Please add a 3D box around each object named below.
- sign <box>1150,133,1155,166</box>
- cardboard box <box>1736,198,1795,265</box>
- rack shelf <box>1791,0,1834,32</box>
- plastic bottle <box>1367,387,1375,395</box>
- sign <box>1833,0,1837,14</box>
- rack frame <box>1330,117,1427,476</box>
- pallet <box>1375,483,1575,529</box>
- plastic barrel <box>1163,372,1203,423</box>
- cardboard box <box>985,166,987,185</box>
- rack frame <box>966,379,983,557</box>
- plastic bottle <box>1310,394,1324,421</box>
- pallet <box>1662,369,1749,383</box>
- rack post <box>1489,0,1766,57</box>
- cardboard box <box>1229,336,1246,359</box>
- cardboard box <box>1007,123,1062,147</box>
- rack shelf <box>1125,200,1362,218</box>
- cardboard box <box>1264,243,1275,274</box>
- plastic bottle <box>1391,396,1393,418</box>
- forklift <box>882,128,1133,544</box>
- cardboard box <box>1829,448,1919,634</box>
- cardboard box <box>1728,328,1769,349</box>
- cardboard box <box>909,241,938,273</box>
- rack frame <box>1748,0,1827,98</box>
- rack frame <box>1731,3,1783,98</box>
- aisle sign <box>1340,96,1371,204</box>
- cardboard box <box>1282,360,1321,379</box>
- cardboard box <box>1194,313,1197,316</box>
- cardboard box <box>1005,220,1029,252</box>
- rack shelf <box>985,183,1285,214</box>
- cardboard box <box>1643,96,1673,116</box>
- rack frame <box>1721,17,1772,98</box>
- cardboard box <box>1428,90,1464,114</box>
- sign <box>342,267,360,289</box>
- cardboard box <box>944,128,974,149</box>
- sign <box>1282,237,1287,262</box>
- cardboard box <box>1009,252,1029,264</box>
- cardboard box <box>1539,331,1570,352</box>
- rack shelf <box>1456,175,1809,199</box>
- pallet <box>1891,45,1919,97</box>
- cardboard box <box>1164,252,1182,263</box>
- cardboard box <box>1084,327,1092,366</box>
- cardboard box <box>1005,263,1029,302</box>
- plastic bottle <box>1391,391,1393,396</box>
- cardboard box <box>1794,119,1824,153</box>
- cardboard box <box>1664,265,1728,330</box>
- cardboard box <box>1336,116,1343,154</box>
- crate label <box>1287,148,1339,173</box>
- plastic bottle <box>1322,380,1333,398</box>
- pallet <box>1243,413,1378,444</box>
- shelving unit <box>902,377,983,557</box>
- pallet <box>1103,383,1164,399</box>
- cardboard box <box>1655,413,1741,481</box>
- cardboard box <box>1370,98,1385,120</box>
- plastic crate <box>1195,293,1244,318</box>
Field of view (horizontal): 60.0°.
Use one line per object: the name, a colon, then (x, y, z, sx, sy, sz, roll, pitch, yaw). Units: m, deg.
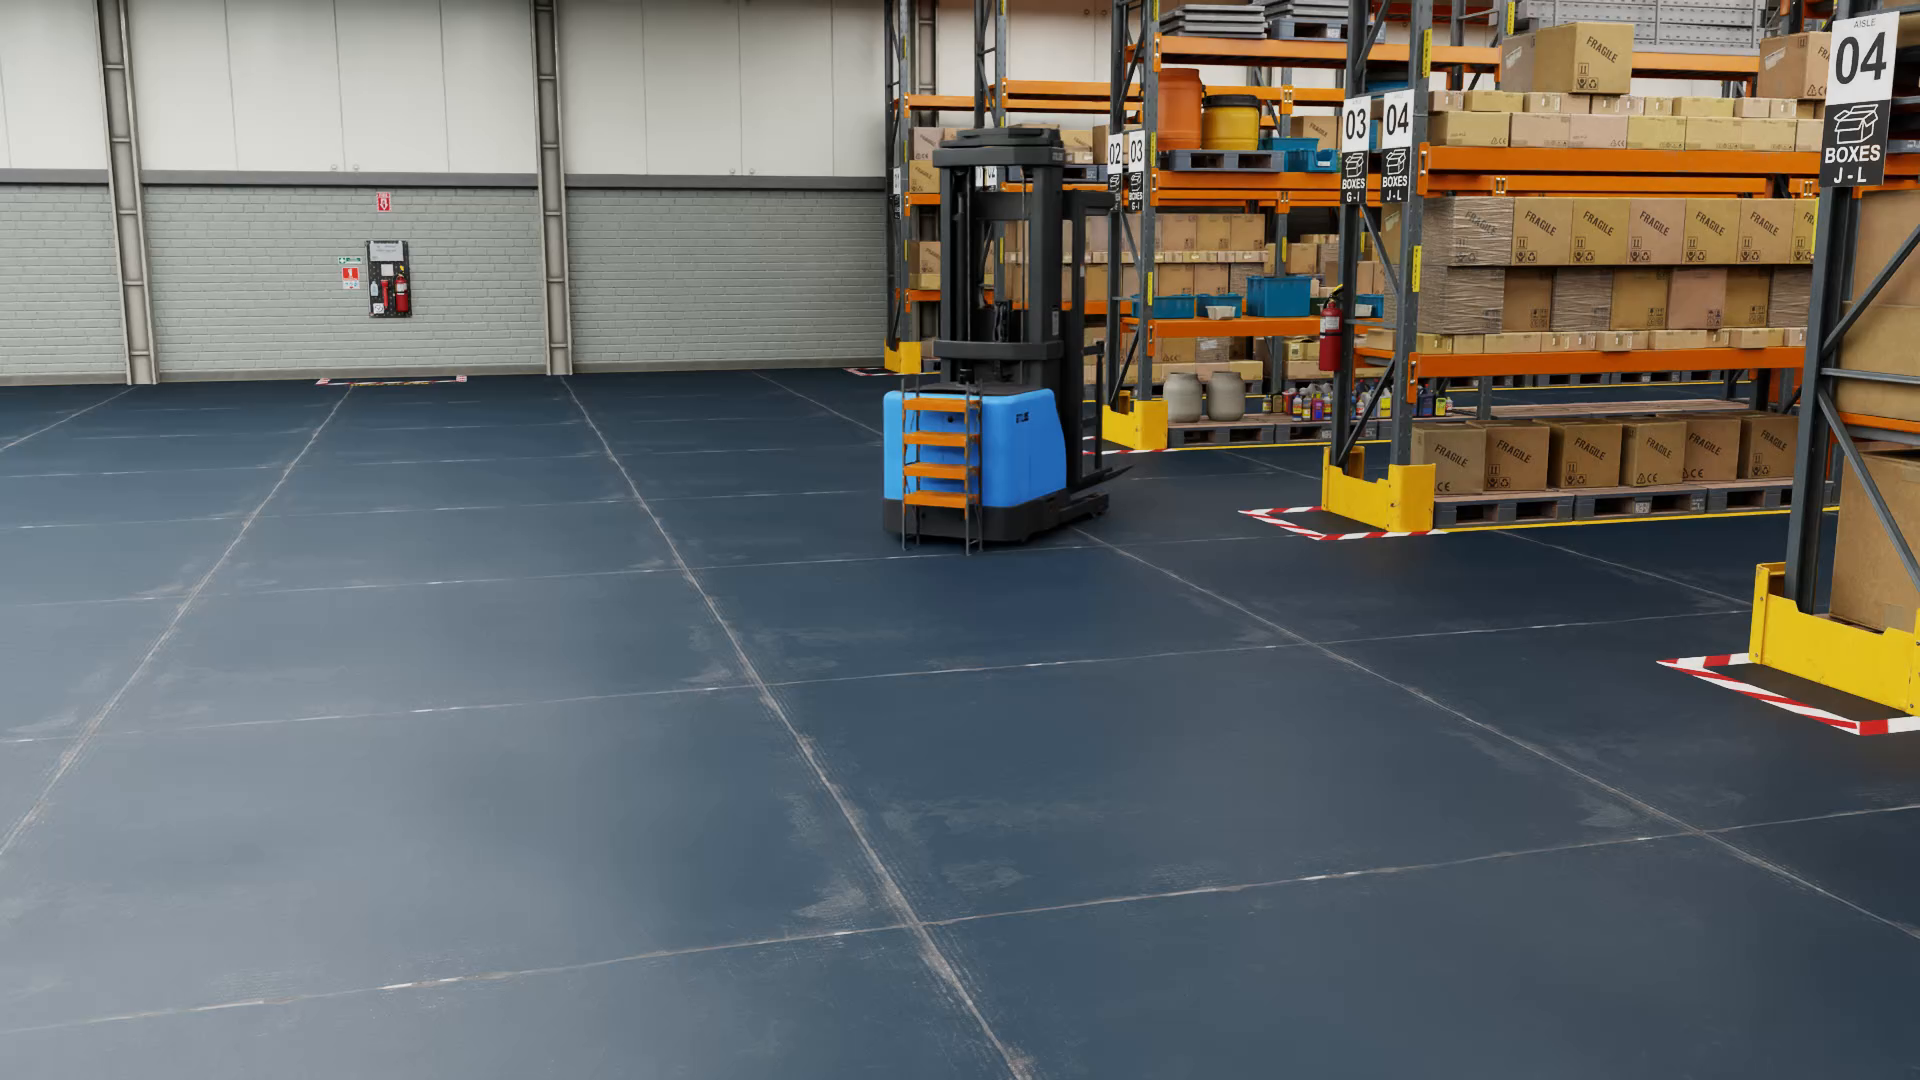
sign: (1.916, -3.877, 16.511, 0.005, 0.325, 0.100, -3, 11, -16)
cardboard box: (6.156, -2.426, 13.078, 0.500, 0.500, 0.500, -3, 11, -16)
rack shelf: (8.911, -4.336, 13.834, 4.000, 0.370, 1.077, -3, 11, -16)
plastic bottle: (4.610, -1.573, 18.627, 0.097, 0.271, 0.097, 0, 10, 0)
sign: (4.301, -2.731, 8.087, 0.005, 0.325, 0.100, -3, 11, -16)
rack frame: (3.150, -1.632, 12.627, 0.127, 3.000, 1.000, -3, 11, -16)
pallet: (4.013, -0.299, 13.090, 1.213, 0.211, 1.003, -3, 11, -16)
plastic barrel: (2.377, -1.523, 17.744, 0.421, 0.512, 0.421, 0, 10, 0)
cardboard box: (0.411, -5.771, 26.493, 0.500, 0.500, 0.500, -2, 11, -13)
rack frame: (0.098, -0.496, 11.426, 0.015, 1.200, 0.240, 5, 11, 25)
plastic bottle: (3.816, -1.419, 17.759, 0.133, 0.283, 0.061, -3, 11, -15)
pallet: (11.137, -2.542, 25.274, 1.213, 0.211, 1.003, -3, 11, -16)
rack post: (7.473, -5.859, 18.465, 3.121, 1.000, 1.013, -3, 11, -16)
cardboard box: (3.693, -2.811, 23.393, 0.500, 0.500, 0.500, -3, 11, -16)
cardboard box: (0.938, -5.184, 21.805, 0.637, 0.503, 0.797, -2, 11, -12)
rack shelf: (4.758, -5.640, 28.102, 4.000, 0.370, 1.077, -3, 11, -16)
cardboard box: (5.040, -4.793, 28.307, 0.500, 0.500, 0.700, -3, 11, -16)
plastic bottle: (4.740, -1.468, 18.023, 0.133, 0.283, 0.061, -2, 11, -12)
forklift: (0.529, -1.642, 12.872, 1.130, 2.935, 3.031, 5, 12, 25)
cardboard box: (5.072, 0.028, 8.319, 0.875, 0.875, 0.875, -3, 11, -16)
cardboard box: (6.158, -1.604, 13.167, 0.250, 0.149, 0.380, -3, 11, -16)
cardboard box: (-0.610, -4.581, 26.933, 0.500, 0.500, 0.500, -3, 11, -17)
rack frame: (9.447, -5.848, 18.960, 0.127, 3.000, 1.000, -3, 11, -16)
rack frame: (11.907, -6.912, 24.738, 0.127, 3.000, 1.000, -3, 11, -16)
aisle sign: (3.007, -2.960, 12.658, 0.004, 0.787, 0.394, -3, 11, -16)
cardboard box: (4.682, -2.388, 23.170, 0.500, 0.250, 0.500, -3, 11, -17)
cardboard box: (3.962, -3.837, 28.219, 0.500, 0.250, 0.500, -3, 11, -17)
cardboard box: (0.888, -4.066, 21.987, 0.500, 0.500, 0.700, -3, 11, -16)
rack shelf: (2.305, -4.577, 22.326, 4.000, 0.370, 1.077, -3, 11, -16)
cardboard box: (5.212, -3.299, 12.712, 0.250, 0.149, 0.380, -3, 11, -18)
rack frame: (14.359, -7.975, 30.514, 0.127, 3.000, 1.000, -3, 11, -16)
cardboard box: (3.479, -3.203, 12.190, 0.250, 0.149, 0.380, -3, 11, -16)
sign: (-9.277, -3.987, 25.318, 0.234, 0.329, 0.001, -3, 11, -16)
cardboard box: (-0.069, -6.235, 26.253, 0.500, 0.500, 0.500, -3, 11, -17)
sign: (4.382, -3.925, 22.473, 0.005, 0.325, 0.100, -3, 11, -16)
cardboard box: (0.822, -3.705, 21.819, 0.250, 0.149, 0.380, -3, 11, -16)
cardboard box: (4.457, -1.529, 12.758, 0.250, 0.149, 0.380, -3, 11, -16)
rack shelf: (7.527, -3.918, 18.747, 4.000, 0.370, 1.077, -3, 11, -16)
pallet: (5.149, -2.236, 7.866, 1.213, 0.211, 1.003, -3, 11, -16)
cardboard box: (2.805, -3.810, 22.389, 0.250, 0.149, 0.380, -3, 11, -14)
cardboard box: (1.442, -2.591, 22.202, 0.500, 0.500, 0.500, -3, 11, -16)
cardboard box: (0.837, -3.425, 22.089, 0.500, 0.500, 0.700, -3, 11, -16)
plastic bottle: (4.819, -1.504, 18.241, 0.135, 0.276, 0.152, -3, 11, -16)
cardboard box: (6.626, -3.167, 13.097, 0.500, 0.250, 0.500, -3, 11, -14)
cardboard box: (5.600, -1.956, 13.288, 0.500, 0.500, 0.875, -3, 11, -16)
cardboard box: (5.369, -5.591, 23.029, 0.500, 0.500, 0.500, -2, 11, -10)
crate label: (3.656, -3.932, 17.248, 0.408, 0.251, 0.502, -3, 11, -16)
plastic bottle: (4.126, -1.609, 18.605, 0.185, 0.351, 0.144, -3, 11, -16)
pallet: (3.777, -1.235, 18.172, 1.213, 0.211, 1.003, -3, 11, -16)
shelving unit: (-0.123, -0.515, 11.527, 0.503, 1.200, 0.258, 5, 11, 25)
pallet: (2.277, -2.090, 22.816, 1.213, 0.211, 1.003, -3, 11, -16)
cardboard box: (6.048, -0.768, 13.678, 0.500, 0.500, 0.500, 0, 10, 2)
cardboard box: (3.330, -3.298, 12.704, 0.250, 0.149, 0.380, -3, 11, -16)
plastic crate: (2.788, -2.529, 17.911, 0.408, 0.251, 0.499, -3, 11, -16)
